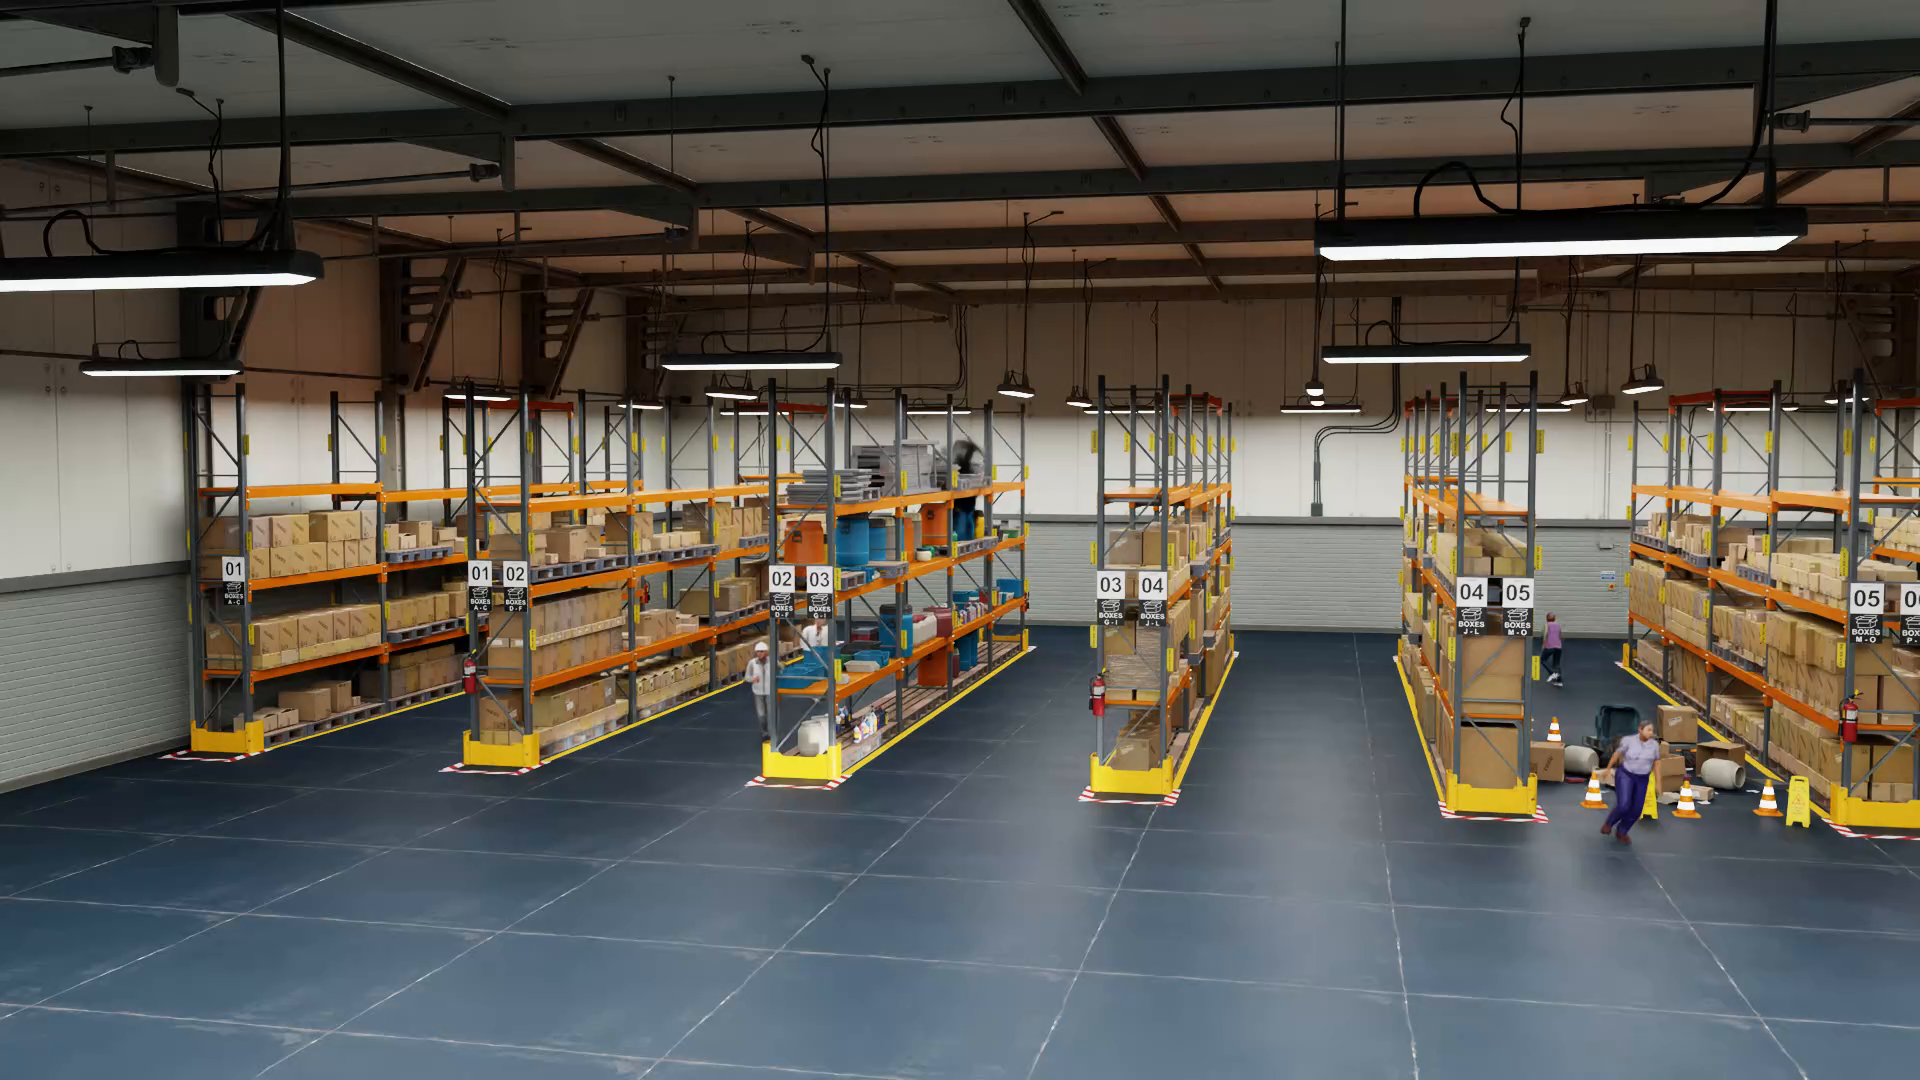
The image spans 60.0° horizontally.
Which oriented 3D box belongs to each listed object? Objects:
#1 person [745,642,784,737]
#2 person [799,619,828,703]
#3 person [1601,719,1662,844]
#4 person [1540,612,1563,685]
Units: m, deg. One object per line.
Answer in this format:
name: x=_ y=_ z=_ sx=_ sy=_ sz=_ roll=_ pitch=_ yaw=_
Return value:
person: x=-3.279 y=2.550 z=27.988 sx=0.652 sy=1.704 sz=0.961 roll=0 pitch=3 yaw=1
person: x=-2.777 y=2.296 z=32.452 sx=0.705 sy=1.733 sz=0.649 roll=0 pitch=3 yaw=-3
person: x=8.431 y=3.019 z=20.876 sx=0.639 sy=1.604 sz=0.553 roll=0 pitch=3 yaw=-7
person: x=12.378 y=2.264 z=34.798 sx=0.542 sy=1.494 sz=0.776 roll=-1 pitch=3 yaw=-12
